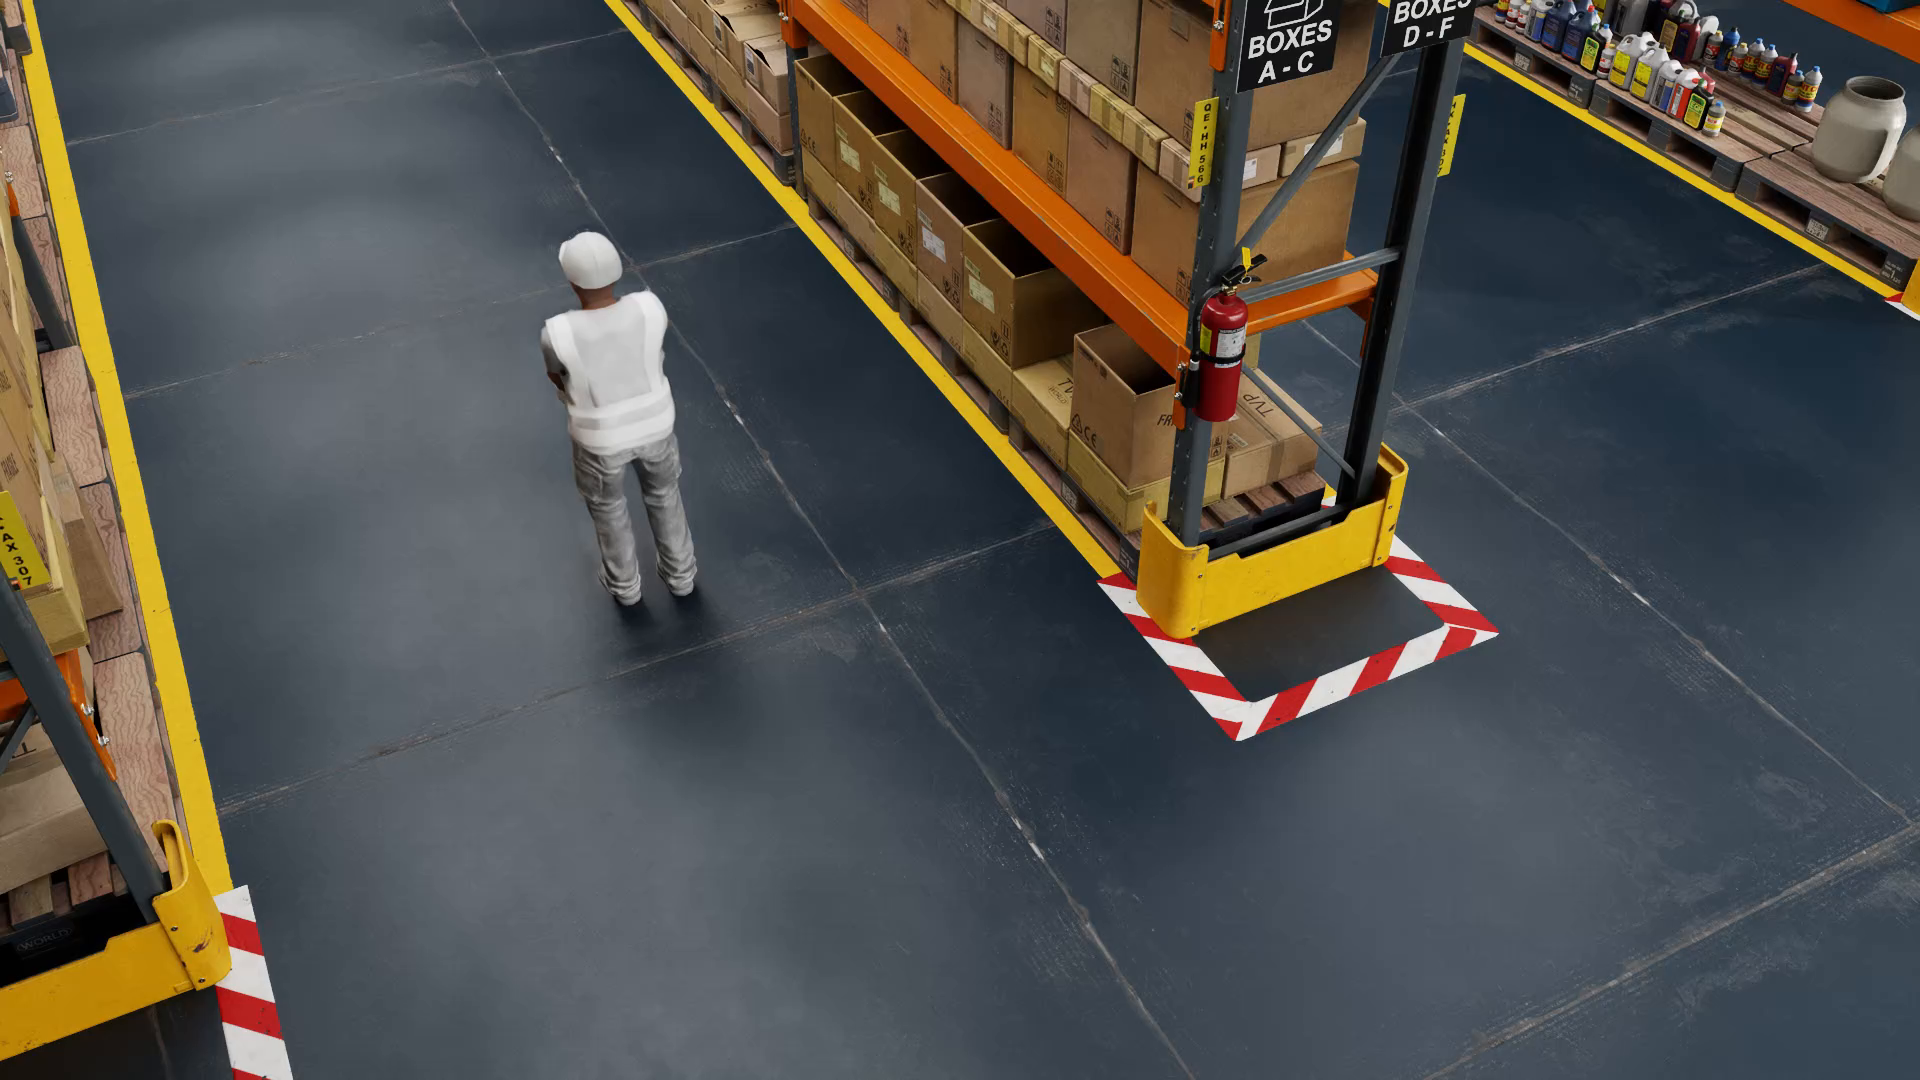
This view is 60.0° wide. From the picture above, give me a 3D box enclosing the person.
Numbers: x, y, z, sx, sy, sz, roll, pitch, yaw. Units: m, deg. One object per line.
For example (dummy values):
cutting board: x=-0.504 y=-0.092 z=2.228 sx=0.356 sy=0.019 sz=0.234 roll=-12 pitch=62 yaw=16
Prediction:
person: x=-1.408 y=-0.501 z=6.726 sx=0.487 sy=1.778 sz=0.575 roll=-18 pitch=44 yaw=-20
